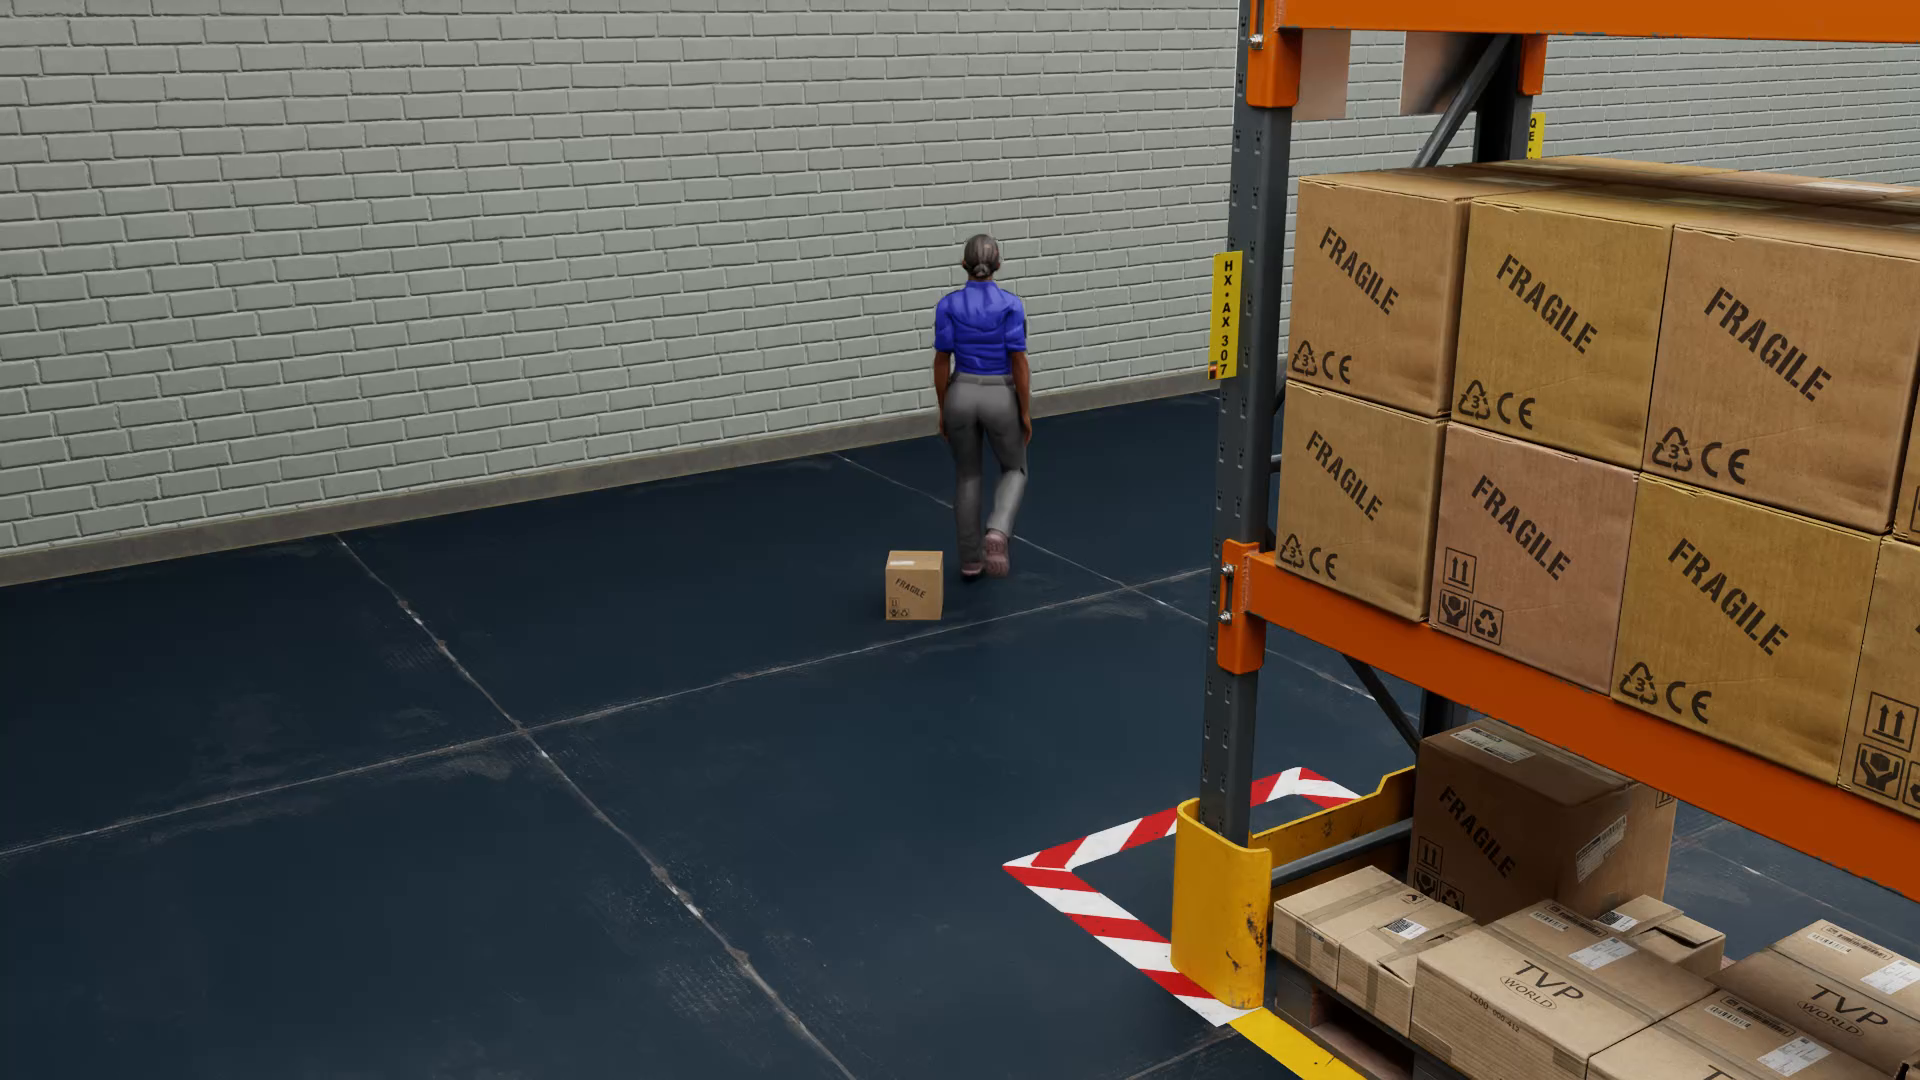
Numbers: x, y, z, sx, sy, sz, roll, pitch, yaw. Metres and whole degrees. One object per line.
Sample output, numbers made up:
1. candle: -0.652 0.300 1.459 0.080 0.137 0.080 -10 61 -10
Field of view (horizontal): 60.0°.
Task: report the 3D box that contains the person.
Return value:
1. person: 0.106 -0.601 7.832 0.473 1.631 0.503 3 18 8
